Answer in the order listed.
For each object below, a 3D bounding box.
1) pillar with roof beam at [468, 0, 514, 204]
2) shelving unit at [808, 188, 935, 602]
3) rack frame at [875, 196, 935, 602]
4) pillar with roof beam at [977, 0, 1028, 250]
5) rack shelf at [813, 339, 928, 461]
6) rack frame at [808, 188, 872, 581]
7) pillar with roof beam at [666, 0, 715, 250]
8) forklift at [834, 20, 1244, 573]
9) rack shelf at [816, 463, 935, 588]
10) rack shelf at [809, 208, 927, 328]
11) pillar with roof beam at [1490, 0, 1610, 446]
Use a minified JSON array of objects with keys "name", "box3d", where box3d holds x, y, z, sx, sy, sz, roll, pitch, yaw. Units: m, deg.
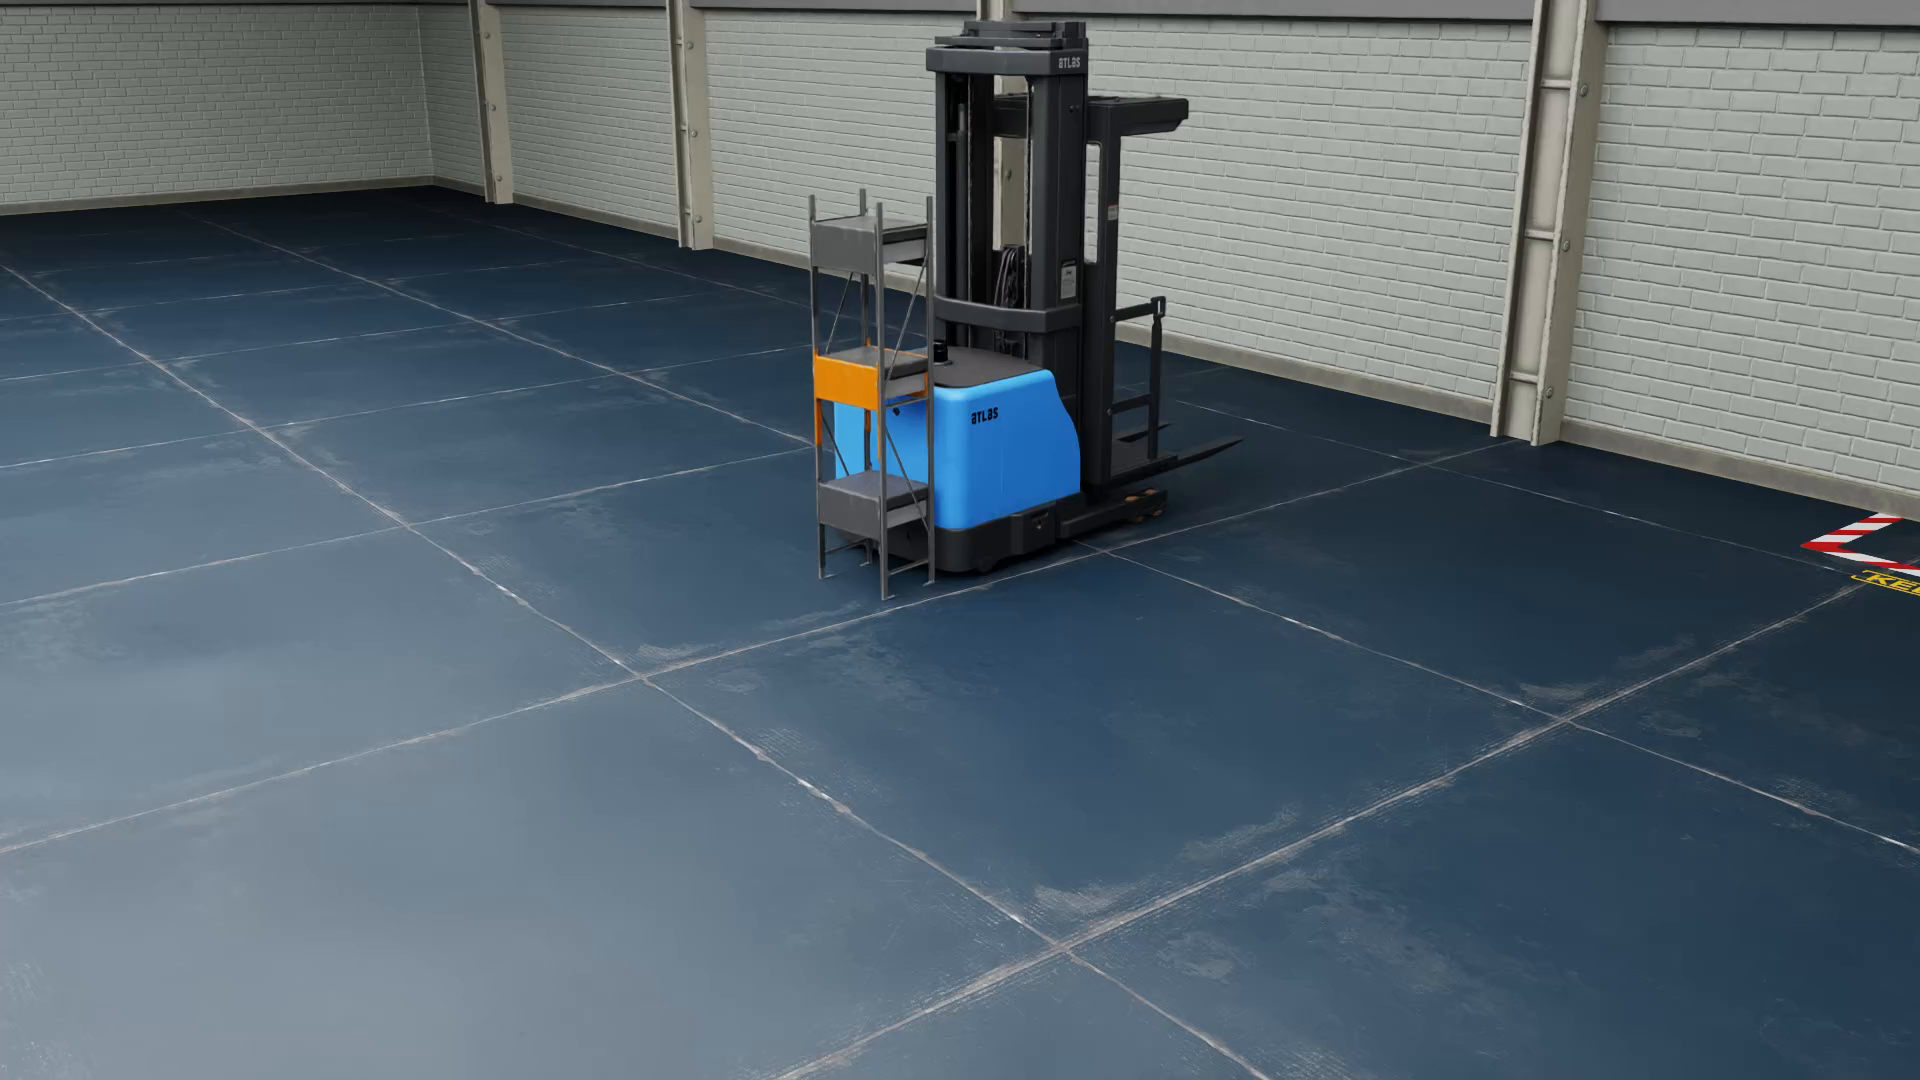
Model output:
[{"name":"pillar with roof beam","box3d":[-10.429,-8.616,21.567,9.100,9.000,0.400,-14,23,-36]},{"name":"shelving unit","box3d":[-0.459,-0.766,8.836,0.503,2.100,0.431,16,24,40]},{"name":"rack frame","box3d":[-0.278,-0.714,8.680,0.015,2.100,0.400,16,24,40]},{"name":"pillar with roof beam","box3d":[-2.978,-5.659,12.637,9.100,9.000,0.400,-14,23,-36]},{"name":"rack shelf","box3d":[-0.459,-0.753,8.840,0.480,0.518,0.431,16,24,40]},{"name":"rack frame","box3d":[-0.639,-0.818,8.992,0.015,2.100,0.400,16,24,40]},{"name":"pillar with roof beam","box3d":[-6.703,-7.138,17.102,9.100,9.000,0.400,-14,23,-36]},{"name":"forklift","box3d":[0.640,-1.593,10.010,1.130,2.935,3.031,16,24,41]},{"name":"rack shelf","box3d":[-0.459,-0.089,9.060,0.480,0.518,0.431,16,24,40]},{"name":"rack shelf","box3d":[-0.459,-1.418,8.620,0.480,0.518,0.431,16,24,40]},{"name":"pillar with roof beam","box3d":[0.747,-4.181,8.172,9.100,9.000,0.400,-14,23,-36]}]
